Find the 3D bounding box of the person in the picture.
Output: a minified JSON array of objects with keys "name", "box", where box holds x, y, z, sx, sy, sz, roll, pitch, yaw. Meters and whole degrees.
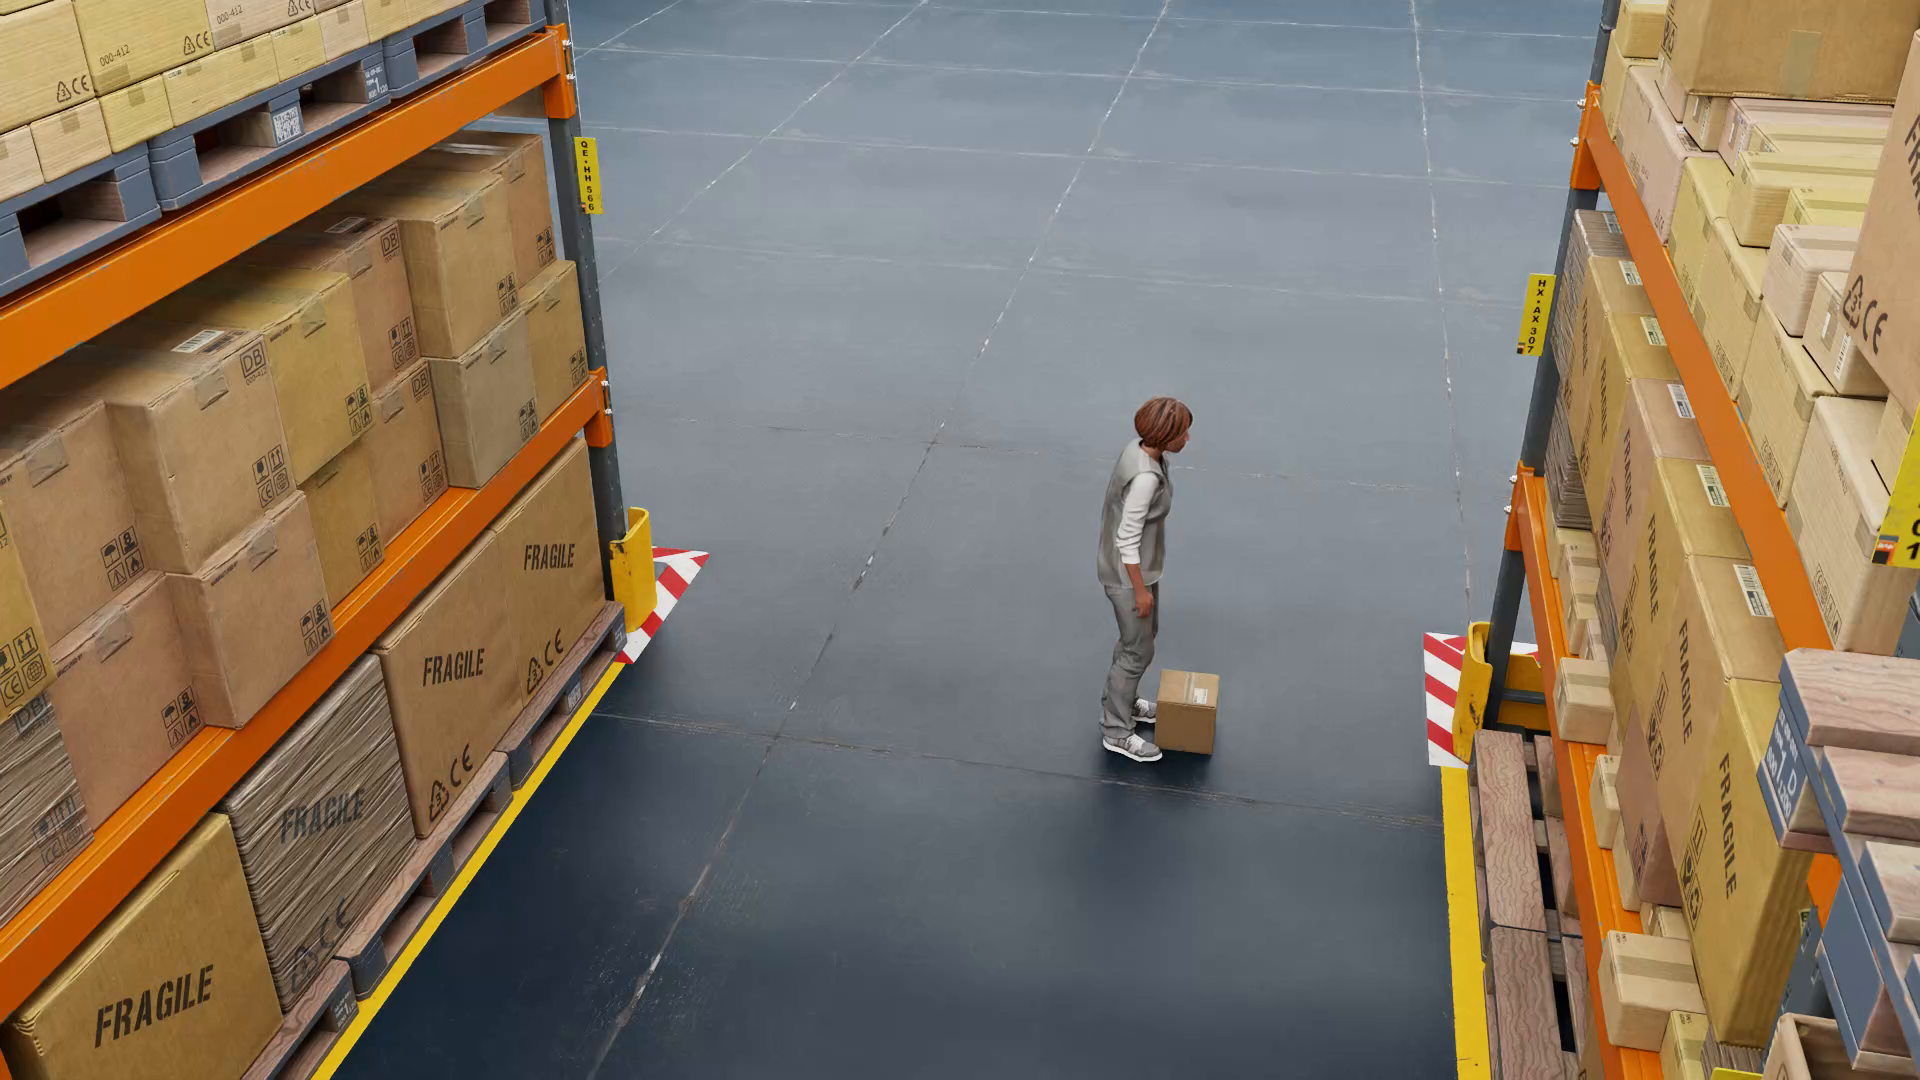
[{"name":"person","box":[0.741,0.136,6.893,0.343,1.593,0.461,6,30,11]}]
